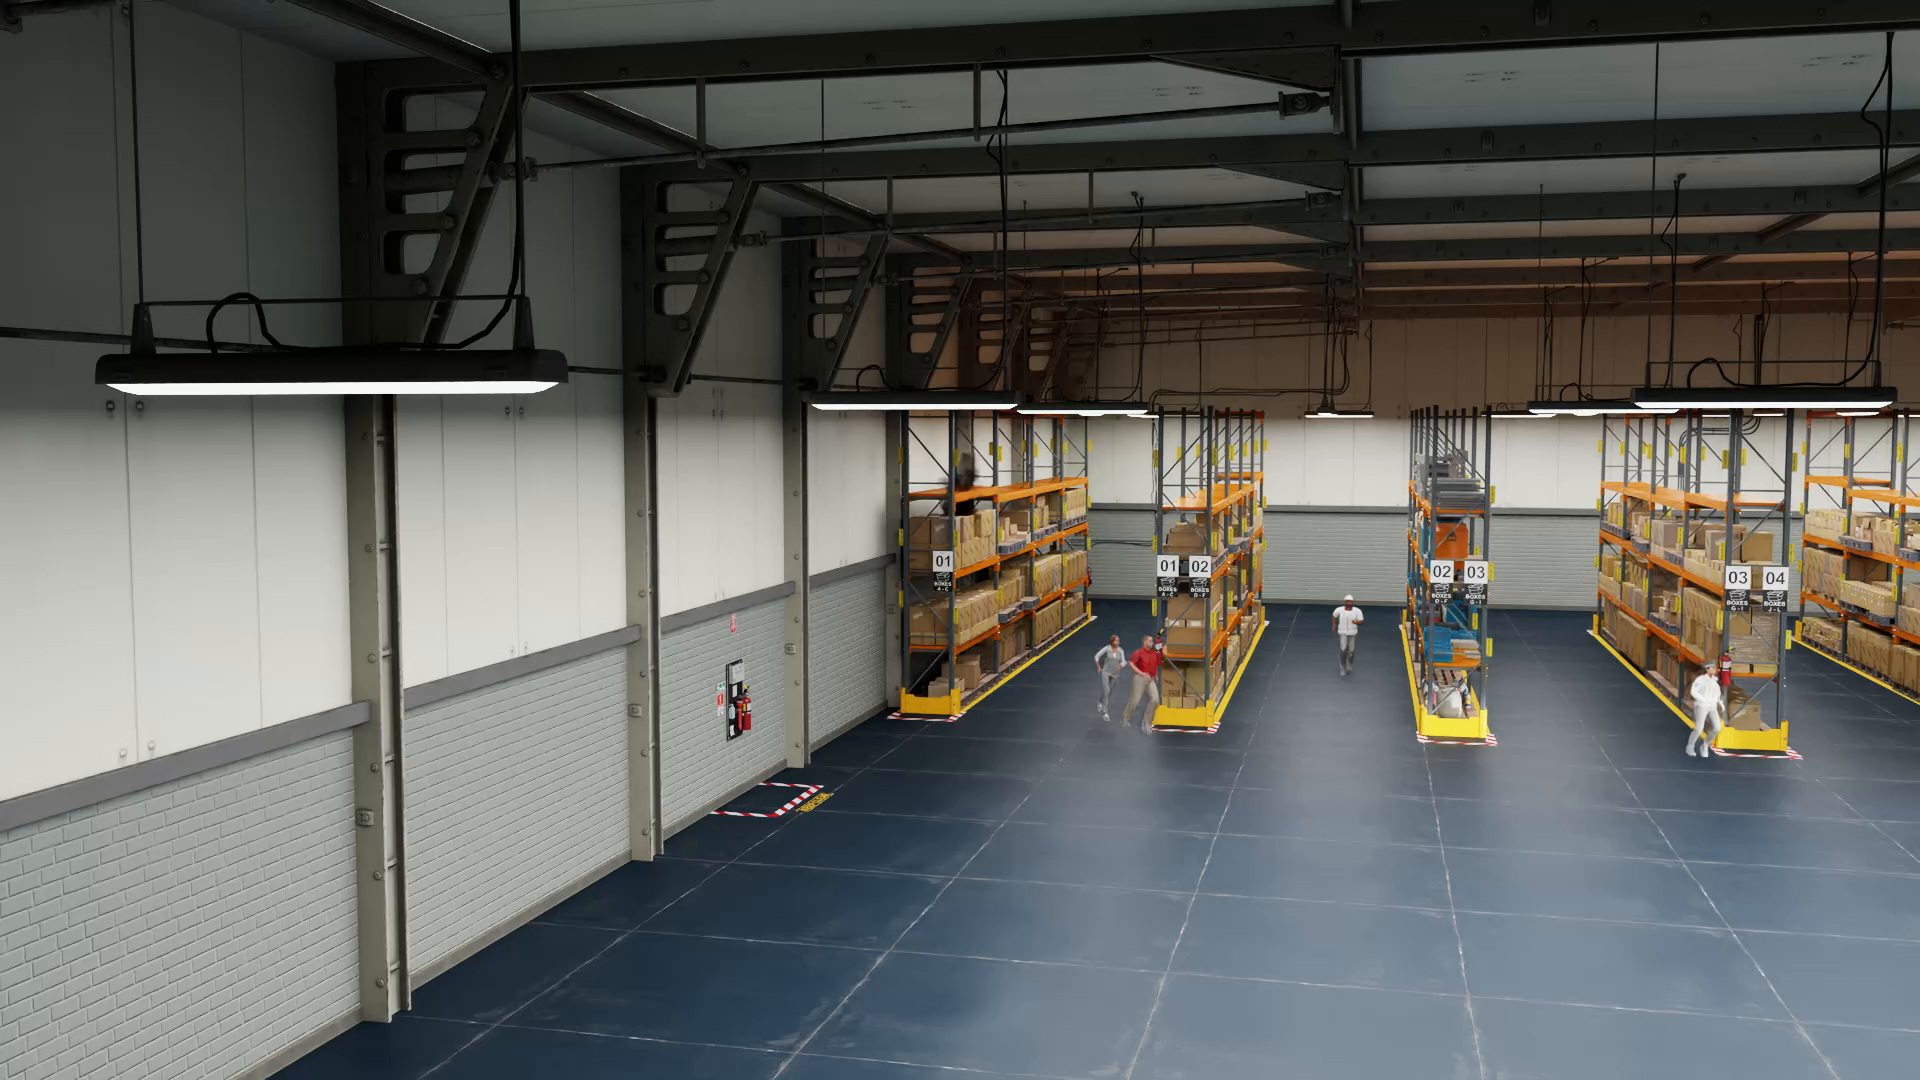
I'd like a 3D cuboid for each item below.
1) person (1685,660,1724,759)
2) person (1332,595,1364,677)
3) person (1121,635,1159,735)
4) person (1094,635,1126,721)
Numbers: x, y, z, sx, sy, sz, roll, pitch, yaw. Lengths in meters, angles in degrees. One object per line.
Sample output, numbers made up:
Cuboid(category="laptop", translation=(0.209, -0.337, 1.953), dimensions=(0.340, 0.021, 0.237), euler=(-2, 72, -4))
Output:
Cuboid(category="person", translation=(12.717, 2.868, 28.254), dimensions=(0.684, 1.676, 0.581), euler=(-1, 4, -13))
Cuboid(category="person", translation=(8.752, 2.147, 37.527), dimensions=(0.674, 1.828, 0.771), euler=(1, 4, 9))
Cuboid(category="person", translation=(3.354, 2.614, 30.256), dimensions=(0.737, 1.756, 0.694), euler=(-3, 5, -32))
Cuboid(category="person", translation=(2.852, 2.570, 31.476), dimensions=(0.575, 1.570, 0.809), euler=(-1, 4, -14))
